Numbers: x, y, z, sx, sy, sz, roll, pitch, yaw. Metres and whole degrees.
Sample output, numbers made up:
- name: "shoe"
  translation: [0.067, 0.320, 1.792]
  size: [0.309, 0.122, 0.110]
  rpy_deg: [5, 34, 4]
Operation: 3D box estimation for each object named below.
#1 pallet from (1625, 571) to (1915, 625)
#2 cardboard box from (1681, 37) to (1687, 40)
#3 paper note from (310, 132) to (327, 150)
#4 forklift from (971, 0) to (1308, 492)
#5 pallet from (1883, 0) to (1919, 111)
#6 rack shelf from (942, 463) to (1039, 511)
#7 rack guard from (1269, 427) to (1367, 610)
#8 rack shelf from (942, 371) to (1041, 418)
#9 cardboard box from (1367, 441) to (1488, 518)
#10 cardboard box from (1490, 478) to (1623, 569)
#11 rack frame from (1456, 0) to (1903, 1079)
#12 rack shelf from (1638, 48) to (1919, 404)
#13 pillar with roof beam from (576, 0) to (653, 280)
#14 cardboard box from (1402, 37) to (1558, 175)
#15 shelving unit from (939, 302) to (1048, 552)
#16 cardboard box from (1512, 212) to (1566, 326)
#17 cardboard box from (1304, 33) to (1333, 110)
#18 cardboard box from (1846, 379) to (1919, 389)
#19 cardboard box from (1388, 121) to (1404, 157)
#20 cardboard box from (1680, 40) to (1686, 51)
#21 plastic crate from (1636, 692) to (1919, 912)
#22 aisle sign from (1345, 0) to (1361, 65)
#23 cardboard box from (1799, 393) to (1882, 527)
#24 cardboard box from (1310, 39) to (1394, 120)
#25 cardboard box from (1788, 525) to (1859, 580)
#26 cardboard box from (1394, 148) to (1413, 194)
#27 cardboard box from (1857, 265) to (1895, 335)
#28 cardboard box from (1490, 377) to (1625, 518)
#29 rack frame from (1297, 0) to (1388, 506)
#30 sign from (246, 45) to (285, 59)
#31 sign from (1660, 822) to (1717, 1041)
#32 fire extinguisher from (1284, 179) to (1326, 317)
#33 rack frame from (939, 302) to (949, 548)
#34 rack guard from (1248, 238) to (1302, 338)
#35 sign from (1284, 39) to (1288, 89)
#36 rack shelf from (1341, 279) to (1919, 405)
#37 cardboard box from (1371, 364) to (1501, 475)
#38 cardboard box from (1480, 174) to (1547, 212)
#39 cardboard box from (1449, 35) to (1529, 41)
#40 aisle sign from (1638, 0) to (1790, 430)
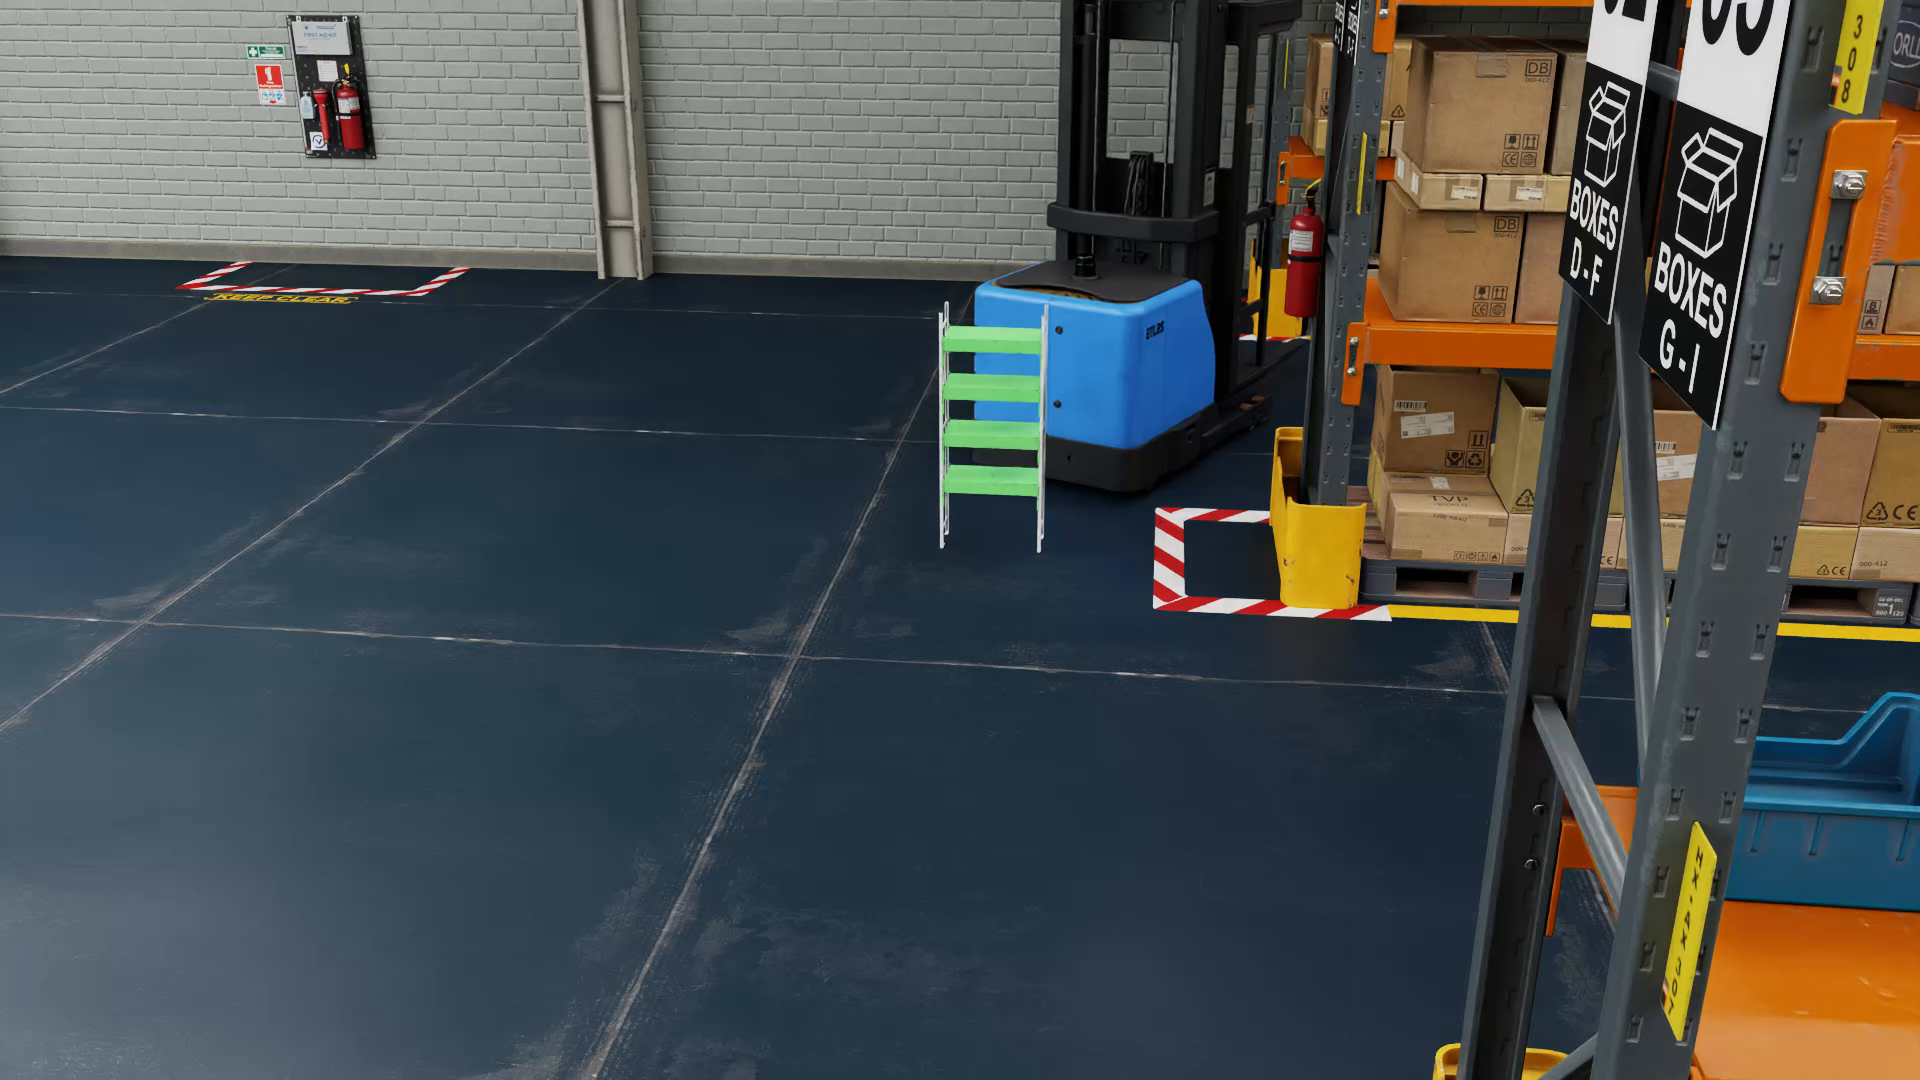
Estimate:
- name: "pallet"
  translation: [3.720, 0.076, 7.960]
  size: [1.213, 0.211, 1.003]
  rpy_deg: [2, 22, 6]
- name: "cardboard box"
  translation: [5.343, -3.336, 11.956]
  size: [0.500, 0.500, 0.500]
  rpy_deg: [2, 22, 6]
- name: "paper note"
  translation: [-5.452, -3.390, 14.133]
  size: [0.142, 0.148, 0.016]
  rpy_deg: [2, 22, 6]
- name: "forklift"
  translation: [1.273, -2.110, 9.790]
  size: [1.130, 2.935, 3.031]
  rpy_deg: [13, 25, 30]
- name: "pallet"
  translation: [1.971, -0.719, 2.356]
  size: [1.213, 0.211, 1.003]
  rpy_deg: [2, 22, 6]
- name: "rack shelf"
  translation: [0.164, -0.268, 8.313]
  size: [0.480, 0.148, 0.258]
  rpy_deg: [2, 22, 6]
- name: "rack guard"
  translation: [1.724, -0.130, 8.090]
  size: [0.348, 0.500, 1.175]
  rpy_deg: [2, 22, 6]
- name: "rack shelf"
  translation: [0.164, -0.715, 8.136]
  size: [0.480, 0.148, 0.258]
  rpy_deg: [2, 22, 6]
- name: "cardboard box"
  translation: [2.315, -0.293, 8.270]
  size: [0.500, 0.250, 0.500]
  rpy_deg: [2, 22, 6]
- name: "cardboard box"
  translation: [2.751, -0.084, 7.741]
  size: [0.500, 0.250, 0.500]
  rpy_deg: [2, 22, 6]
- name: "rack frame"
  translation: [1.160, 0.518, 3.051]
  size: [0.053, 2.616, 0.949]
  rpy_deg: [2, 22, 6]
- name: "rack shelf"
  translation: [3.147, -0.457, 2.416]
  size: [4.000, 0.370, 1.077]
  rpy_deg: [2, 22, 6]
- name: "pillar with roof beam"
  translation: [-3.341, -4.864, 8.503]
  size: [0.400, 9.000, 9.100]
  rpy_deg: [2, 22, 6]
- name: "cardboard box"
  translation: [2.262, -1.915, 7.302]
  size: [0.500, 0.500, 0.700]
  rpy_deg: [3, 22, 6]
- name: "shelving unit"
  translation: [0.164, -0.551, 8.201]
  size: [0.503, 1.200, 0.258]
  rpy_deg: [2, 22, 6]
- name: "cardboard box"
  translation: [2.732, -1.293, 7.493]
  size: [0.500, 0.500, 0.700]
  rpy_deg: [3, 22, 8]
- name: "cardboard box"
  translation: [2.820, -3.446, 12.234]
  size: [0.500, 0.500, 0.500]
  rpy_deg: [2, 22, 6]
- name: "cardboard box"
  translation: [4.303, -0.562, 7.930]
  size: [0.500, 0.500, 0.500]
  rpy_deg: [2, 22, 6]
- name: "cardboard box"
  translation: [3.291, -2.886, 11.836]
  size: [0.500, 0.250, 0.500]
  rpy_deg: [2, 22, 5]
- name: "cardboard box"
  translation: [3.286, -1.872, 7.195]
  size: [0.500, 0.500, 0.700]
  rpy_deg: [3, 22, 7]
- name: "plastic crate"
  translation: [1.693, 0.498, 3.303]
  size: [0.616, 0.251, 0.499]
  rpy_deg: [2, 22, 6]
- name: "aisle sign"
  translation: [1.646, -2.392, 6.874]
  size: [0.004, 0.787, 0.394]
  rpy_deg: [2, 22, 6]
- name: "cardboard box"
  translation: [3.743, -0.387, 7.487]
  size: [0.500, 0.500, 0.500]
  rpy_deg: [2, 22, 6]
- name: "cardboard box"
  translation: [2.765, -3.259, 11.759]
  size: [0.500, 0.500, 0.500]
  rpy_deg: [3, 22, 6]
- name: "cardboard box"
  translation: [3.743, -0.039, 7.626]
  size: [0.500, 0.250, 0.500]
  rpy_deg: [2, 22, 6]
- name: "cardboard box"
  translation: [2.149, -1.693, 7.624]
  size: [0.250, 0.149, 0.380]
  rpy_deg: [2, 22, 5]
- name: "cardboard box"
  translation: [3.747, -1.248, 7.380]
  size: [0.500, 0.500, 0.700]
  rpy_deg: [3, 22, 8]
- name: "cardboard box"
  translation: [2.750, -0.432, 7.601]
  size: [0.500, 0.500, 0.500]
  rpy_deg: [2, 22, 6]
- name: "rack frame"
  translation: [1.747, -1.292, 7.628]
  size: [0.127, 3.000, 1.000]
  rpy_deg: [2, 22, 6]
- name: "sign"
  translation: [-5.818, -4.088, 13.930]
  size: [0.331, 0.109, 0.001]
  rpy_deg: [2, 22, 6]
- name: "sign"
  translation: [1.092, 0.588, 2.495]
  size: [0.005, 0.325, 0.100]
  rpy_deg: [2, 22, 6]
- name: "fire extinguisher"
  translation: [1.685, -1.431, 8.084]
  size: [0.183, 0.674, 0.296]
  rpy_deg: [2, 22, 6]
- name: "rack frame"
  translation: [-0.078, -0.561, 8.228]
  size: [0.015, 1.200, 0.240]
  rpy_deg: [2, 22, 6]
- name: "rack guard"
  translation: [2.402, -1.935, 12.654]
  size: [0.348, 0.500, 1.175]
  rpy_deg: [2, 22, 6]
- name: "sign"
  translation: [2.263, -3.305, 11.543]
  size: [0.005, 0.325, 0.100]
  rpy_deg: [2, 22, 6]
- name: "rack shelf"
  translation: [3.733, -0.871, 7.541]
  size: [4.000, 0.370, 1.077]
  rpy_deg: [2, 22, 6]
- name: "cardboard box"
  translation: [2.315, -0.643, 8.134]
  size: [0.500, 0.500, 0.500]
  rpy_deg: [2, 22, 6]
- name: "cardboard box"
  translation: [2.374, -1.534, 7.222]
  size: [0.250, 0.149, 0.380]
  rpy_deg: [2, 22, 5]
- name: "cardboard box"
  translation: [3.832, -3.400, 12.117]
  size: [0.500, 0.500, 0.500]
  rpy_deg: [2, 22, 5]
- name: "aisle sign"
  translation: [1.055, -0.589, 2.313]
  size: [0.004, 0.787, 0.394]
  rpy_deg: [2, 22, 6]
